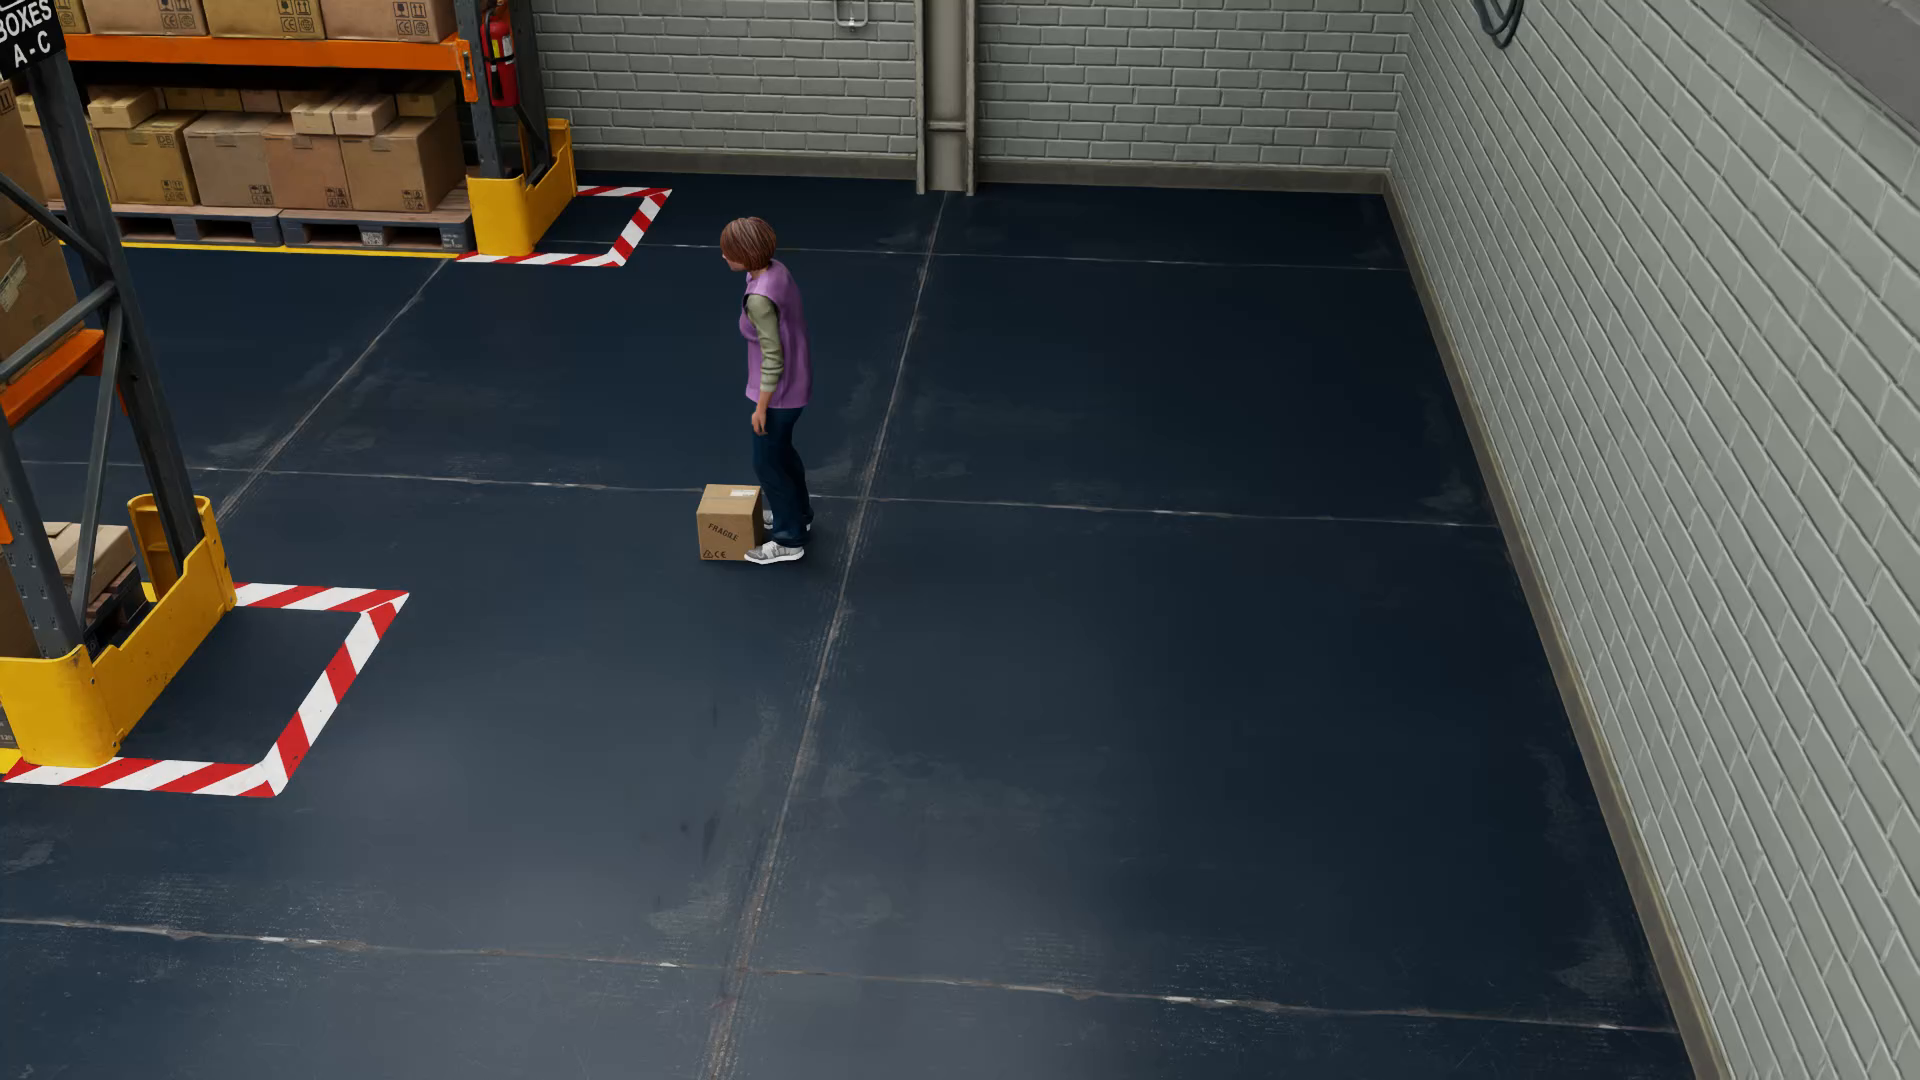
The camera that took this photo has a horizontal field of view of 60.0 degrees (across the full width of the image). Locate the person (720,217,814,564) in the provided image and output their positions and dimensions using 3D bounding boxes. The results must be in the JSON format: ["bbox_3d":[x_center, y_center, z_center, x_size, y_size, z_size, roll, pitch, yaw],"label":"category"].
[{"bbox_3d":[-0.800,-0.631,7.156,0.341,1.577,0.485,1,32,1],"label":"person"}]
